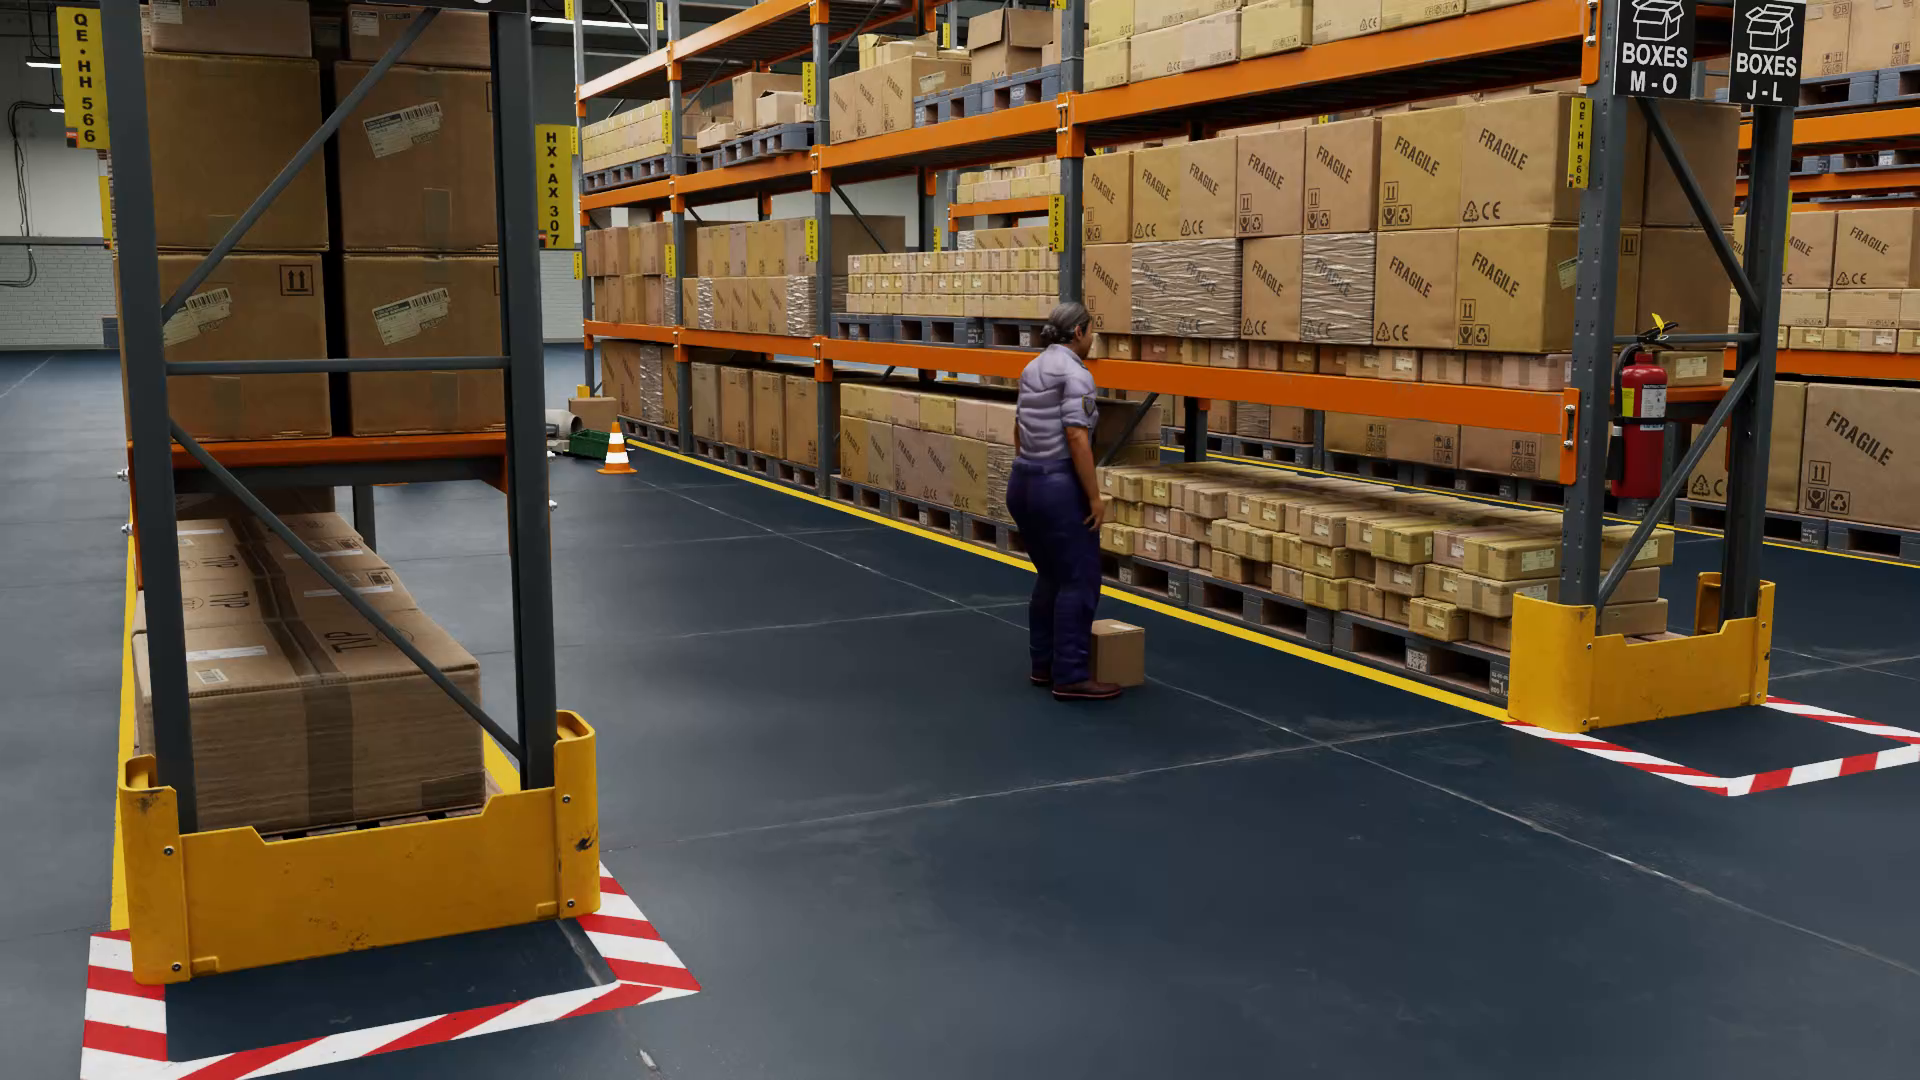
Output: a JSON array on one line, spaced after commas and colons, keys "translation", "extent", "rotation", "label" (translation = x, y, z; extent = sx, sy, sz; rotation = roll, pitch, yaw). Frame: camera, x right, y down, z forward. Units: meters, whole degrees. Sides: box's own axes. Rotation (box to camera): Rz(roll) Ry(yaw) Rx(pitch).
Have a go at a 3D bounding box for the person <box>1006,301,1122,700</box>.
[{"translation": [0.439, -0.178, 7.048], "extent": [0.416, 1.652, 0.556], "rotation": [-5, 10, -28], "label": "person"}]
